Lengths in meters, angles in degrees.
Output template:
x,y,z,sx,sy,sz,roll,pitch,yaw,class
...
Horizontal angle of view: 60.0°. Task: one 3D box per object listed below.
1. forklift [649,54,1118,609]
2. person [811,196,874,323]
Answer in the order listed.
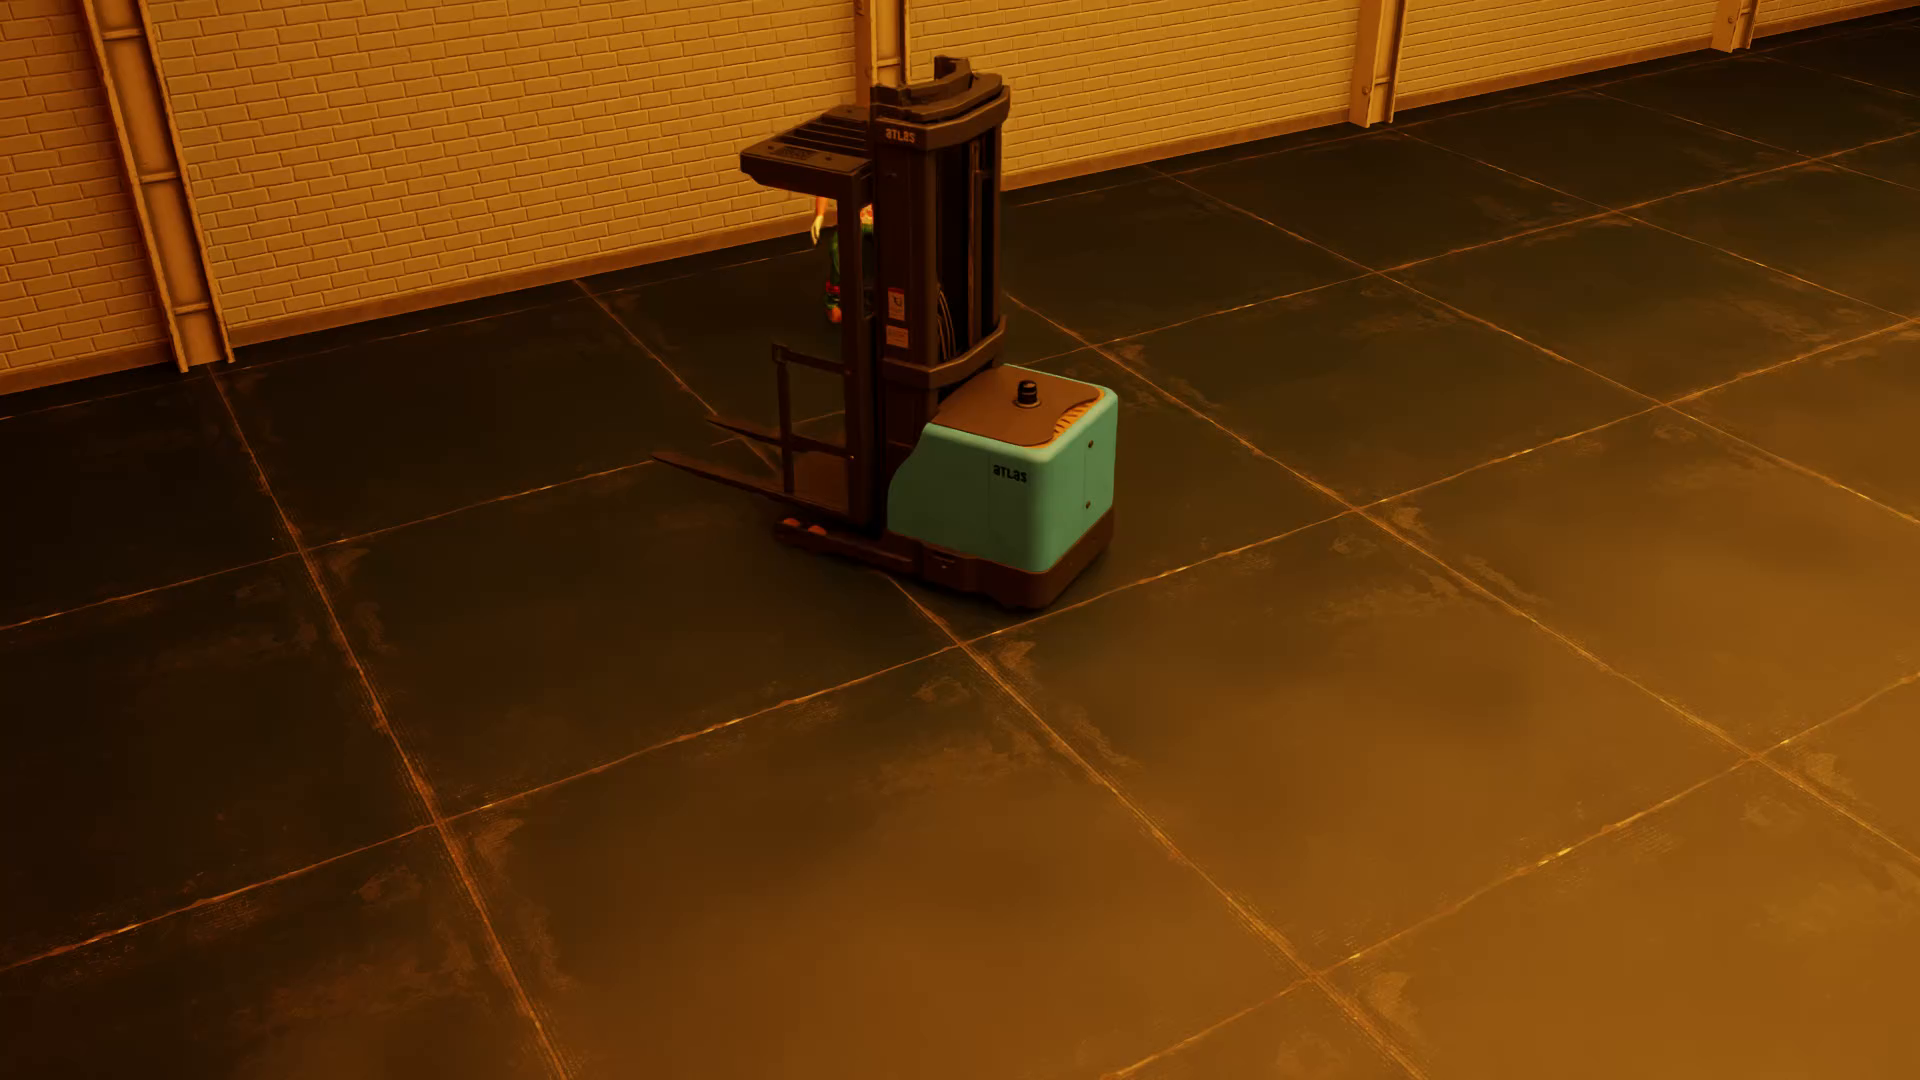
x,y,z,sx,sy,sz,roll,pitch,yaw,class
-0.579,-1.396,9.979,3.031,2.935,1.130,16,35,25,forklift
-0.721,-2.560,13.210,0.996,1.645,0.702,-10,32,-16,person
